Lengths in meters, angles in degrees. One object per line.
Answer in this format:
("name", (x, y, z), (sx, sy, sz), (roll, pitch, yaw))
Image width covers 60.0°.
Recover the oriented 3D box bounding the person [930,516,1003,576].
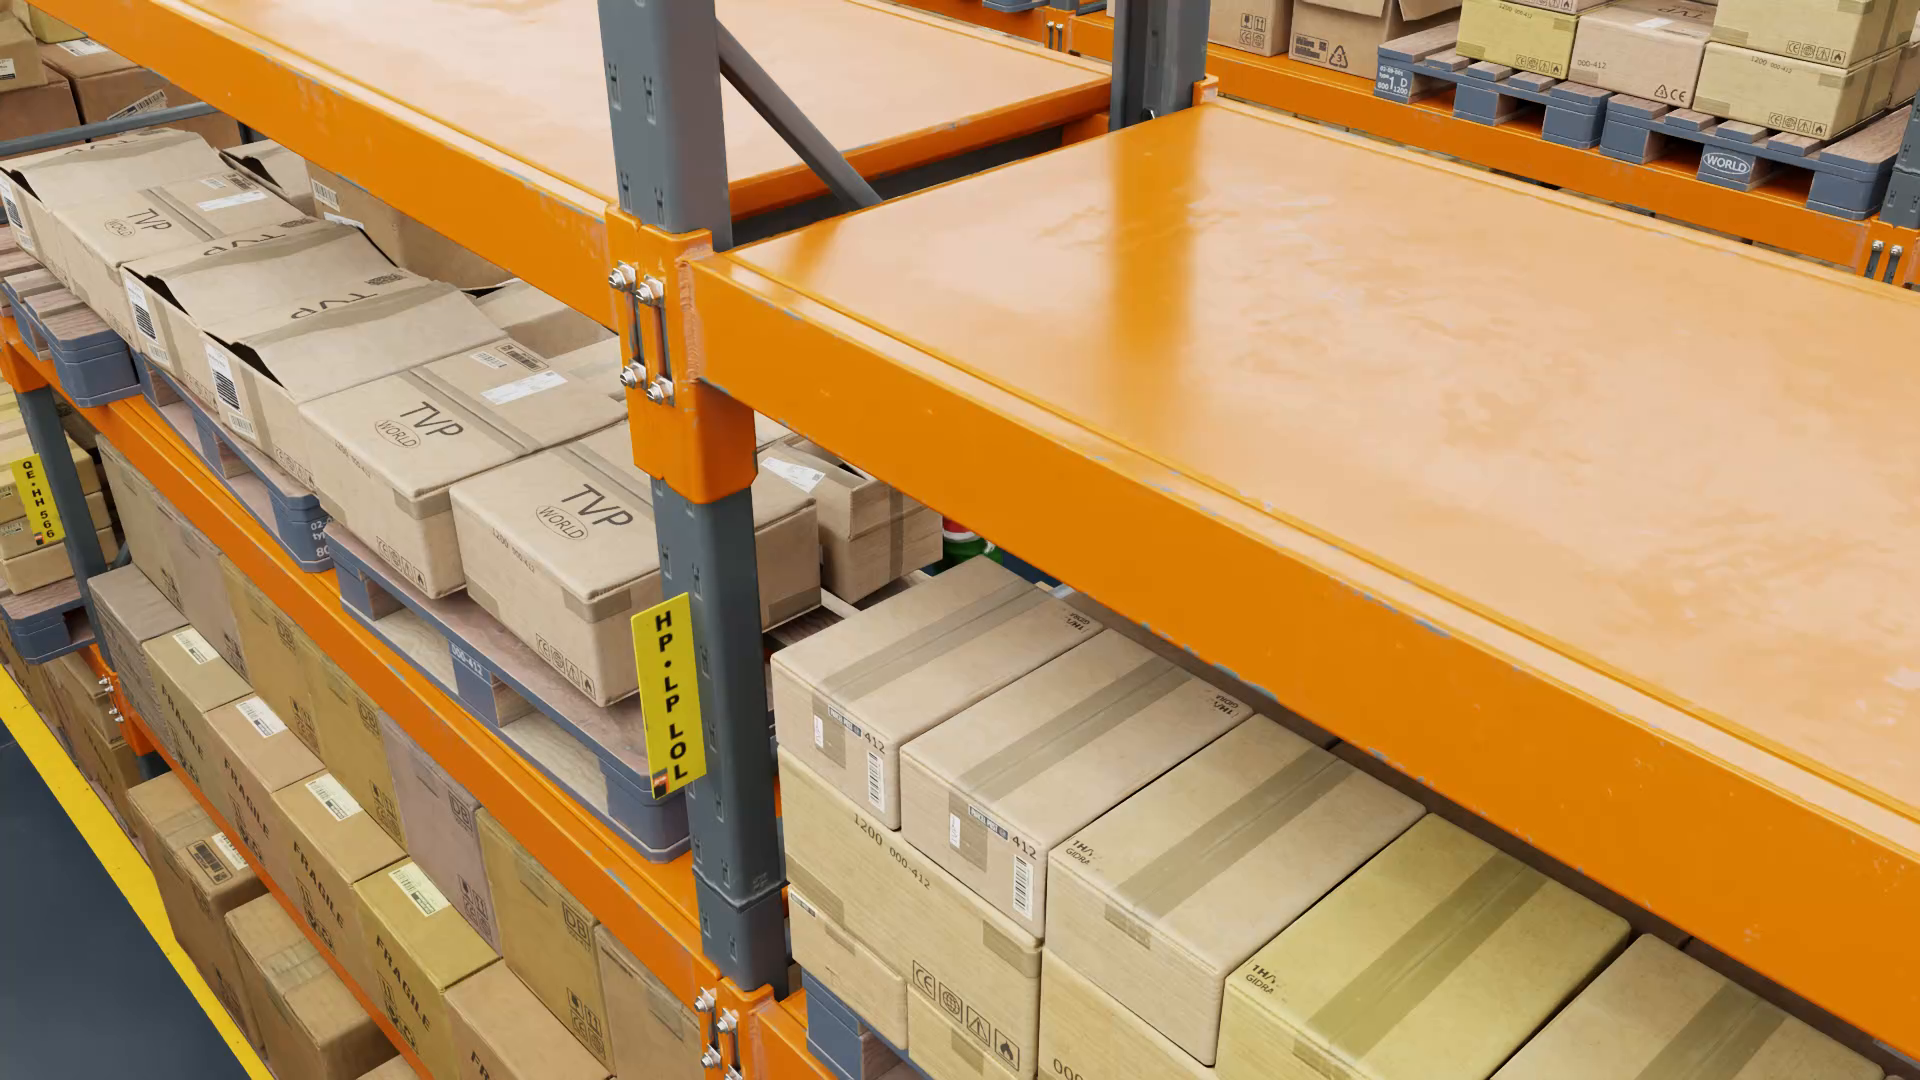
("person", (-0.005, -0.098, 7.794), (0.388, 1.768, 0.533), (-25, 39, -34))
